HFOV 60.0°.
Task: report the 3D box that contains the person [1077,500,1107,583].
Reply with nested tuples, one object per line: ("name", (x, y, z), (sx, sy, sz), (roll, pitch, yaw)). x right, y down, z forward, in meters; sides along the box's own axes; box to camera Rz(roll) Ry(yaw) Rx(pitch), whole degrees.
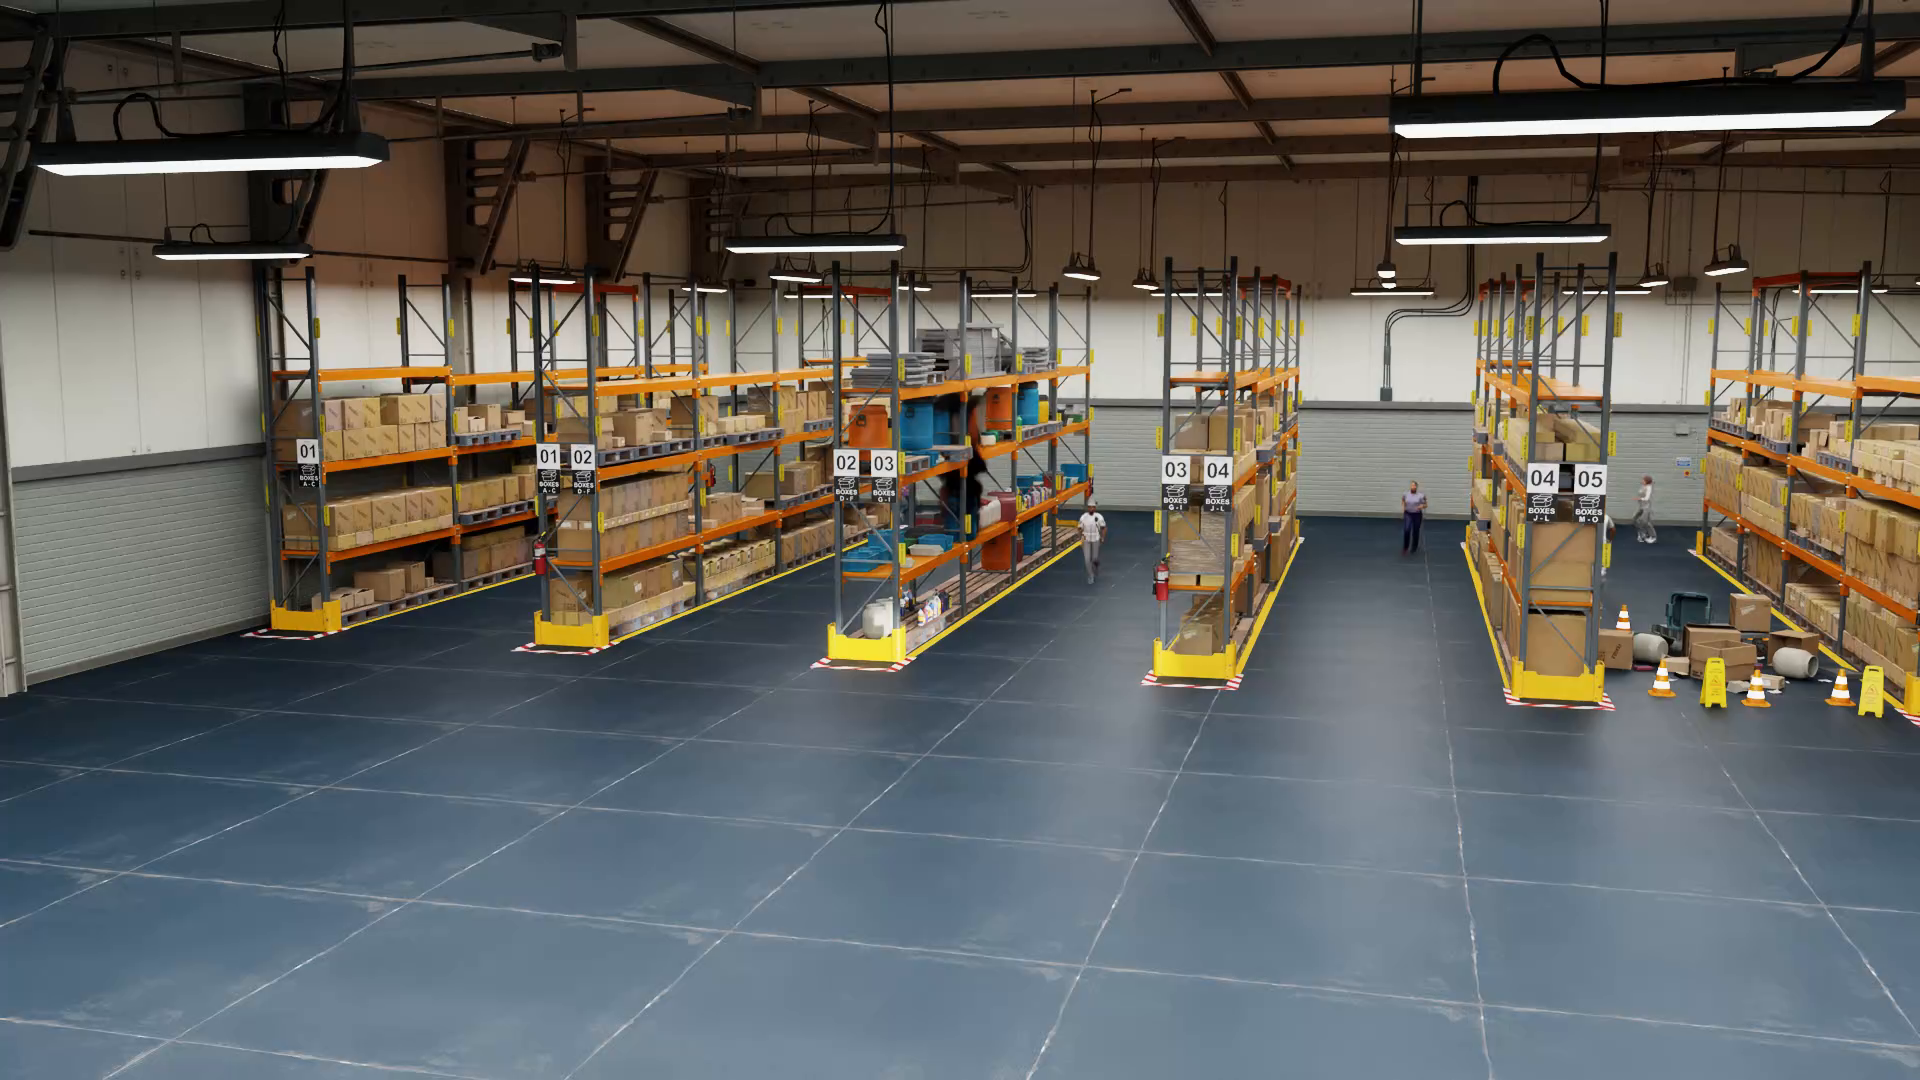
("person", (2.597, 0.027, 32.866), (0.575, 1.661, 0.502), (1, 7, 10))

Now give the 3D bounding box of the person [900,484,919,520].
("person", (-1.355, -1.184, 42.944), (0.524, 1.532, 0.542), (4, 8, 27))

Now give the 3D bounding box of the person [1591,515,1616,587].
("person", (12.132, 0.127, 31.746), (0.701, 1.736, 0.595), (1, 7, 8))

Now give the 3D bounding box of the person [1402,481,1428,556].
("person", (10.076, -0.466, 36.904), (0.581, 1.655, 0.763), (2, 8, 19))

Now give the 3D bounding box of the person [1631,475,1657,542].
("person", (16.003, -0.724, 38.909), (0.662, 1.589, 0.506), (0, 7, -3))
